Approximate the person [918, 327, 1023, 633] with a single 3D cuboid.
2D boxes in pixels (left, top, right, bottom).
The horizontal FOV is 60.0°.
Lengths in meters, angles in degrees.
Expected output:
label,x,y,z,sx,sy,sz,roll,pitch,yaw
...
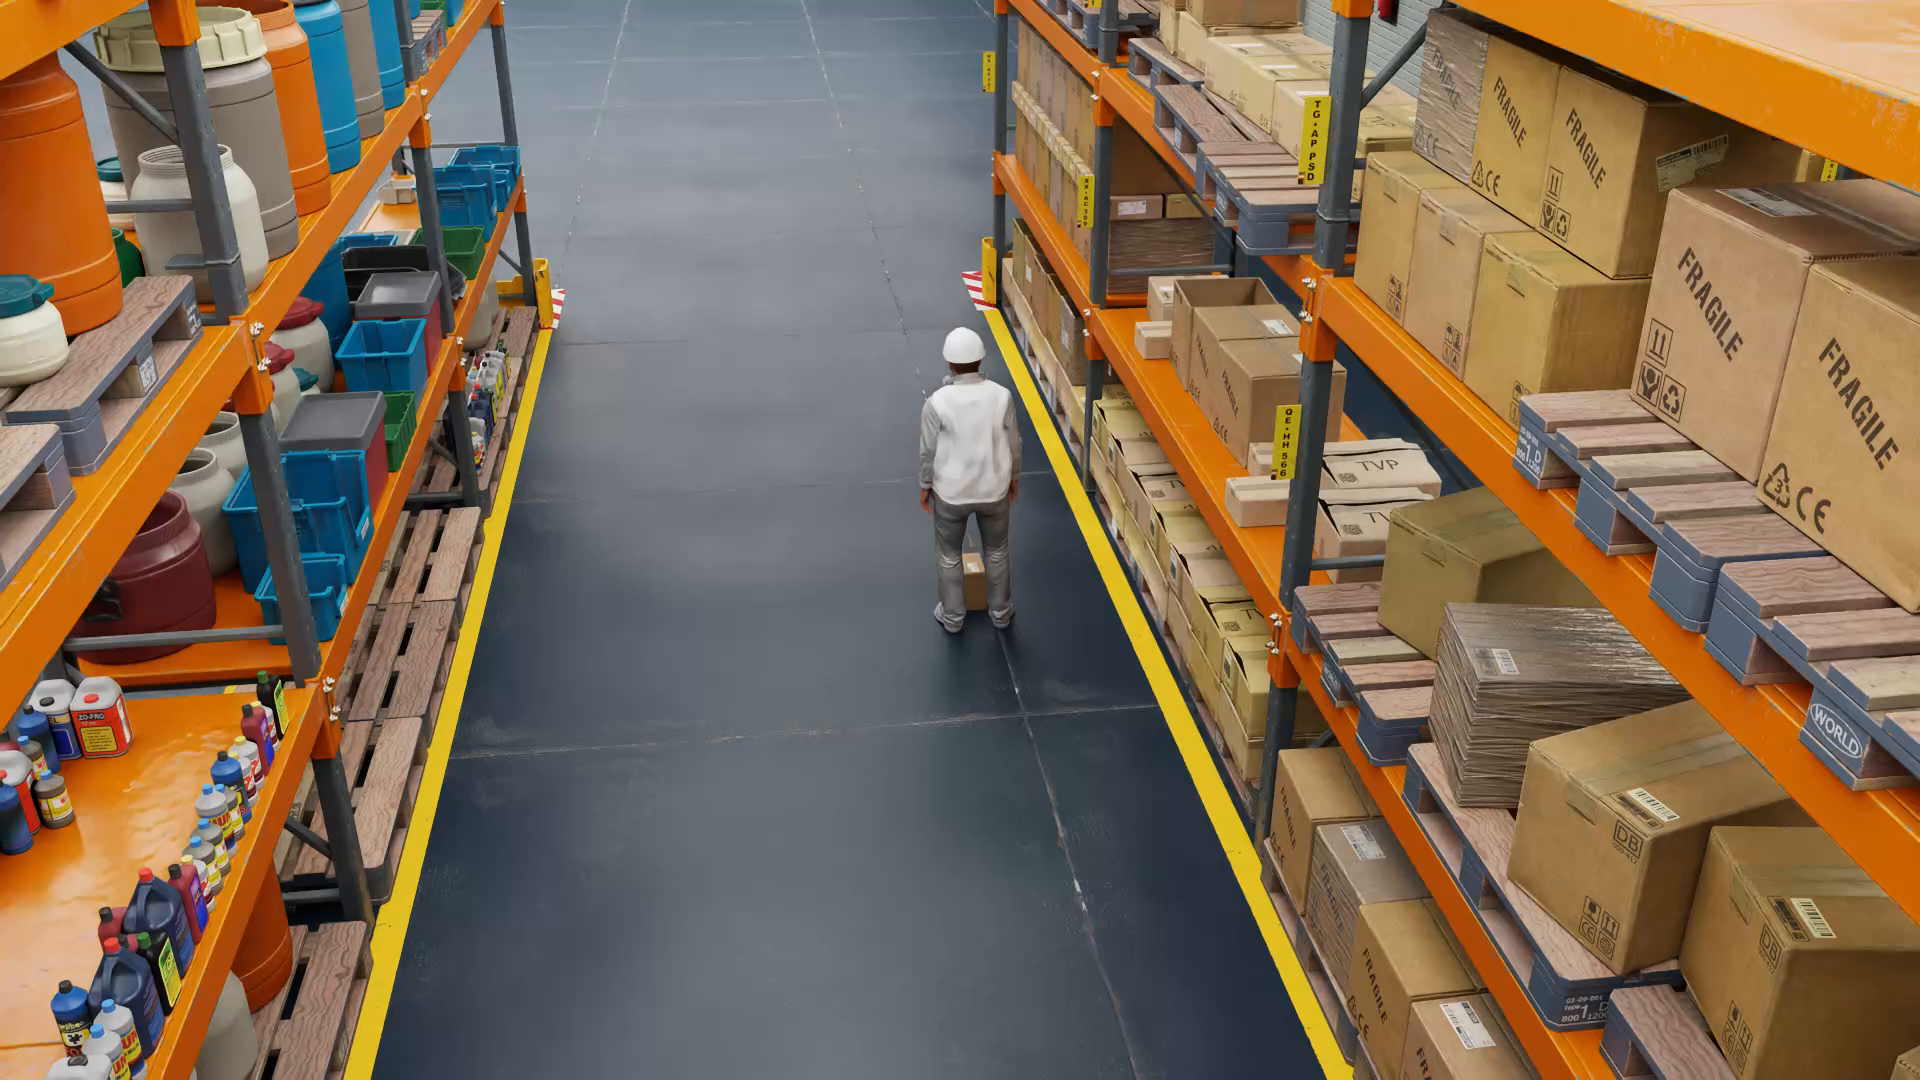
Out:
label,x,y,z,sx,sy,sz,roll,pitch,yaw
person,0.053,-0.309,9.198,0.580,1.769,0.465,-5,27,-10
